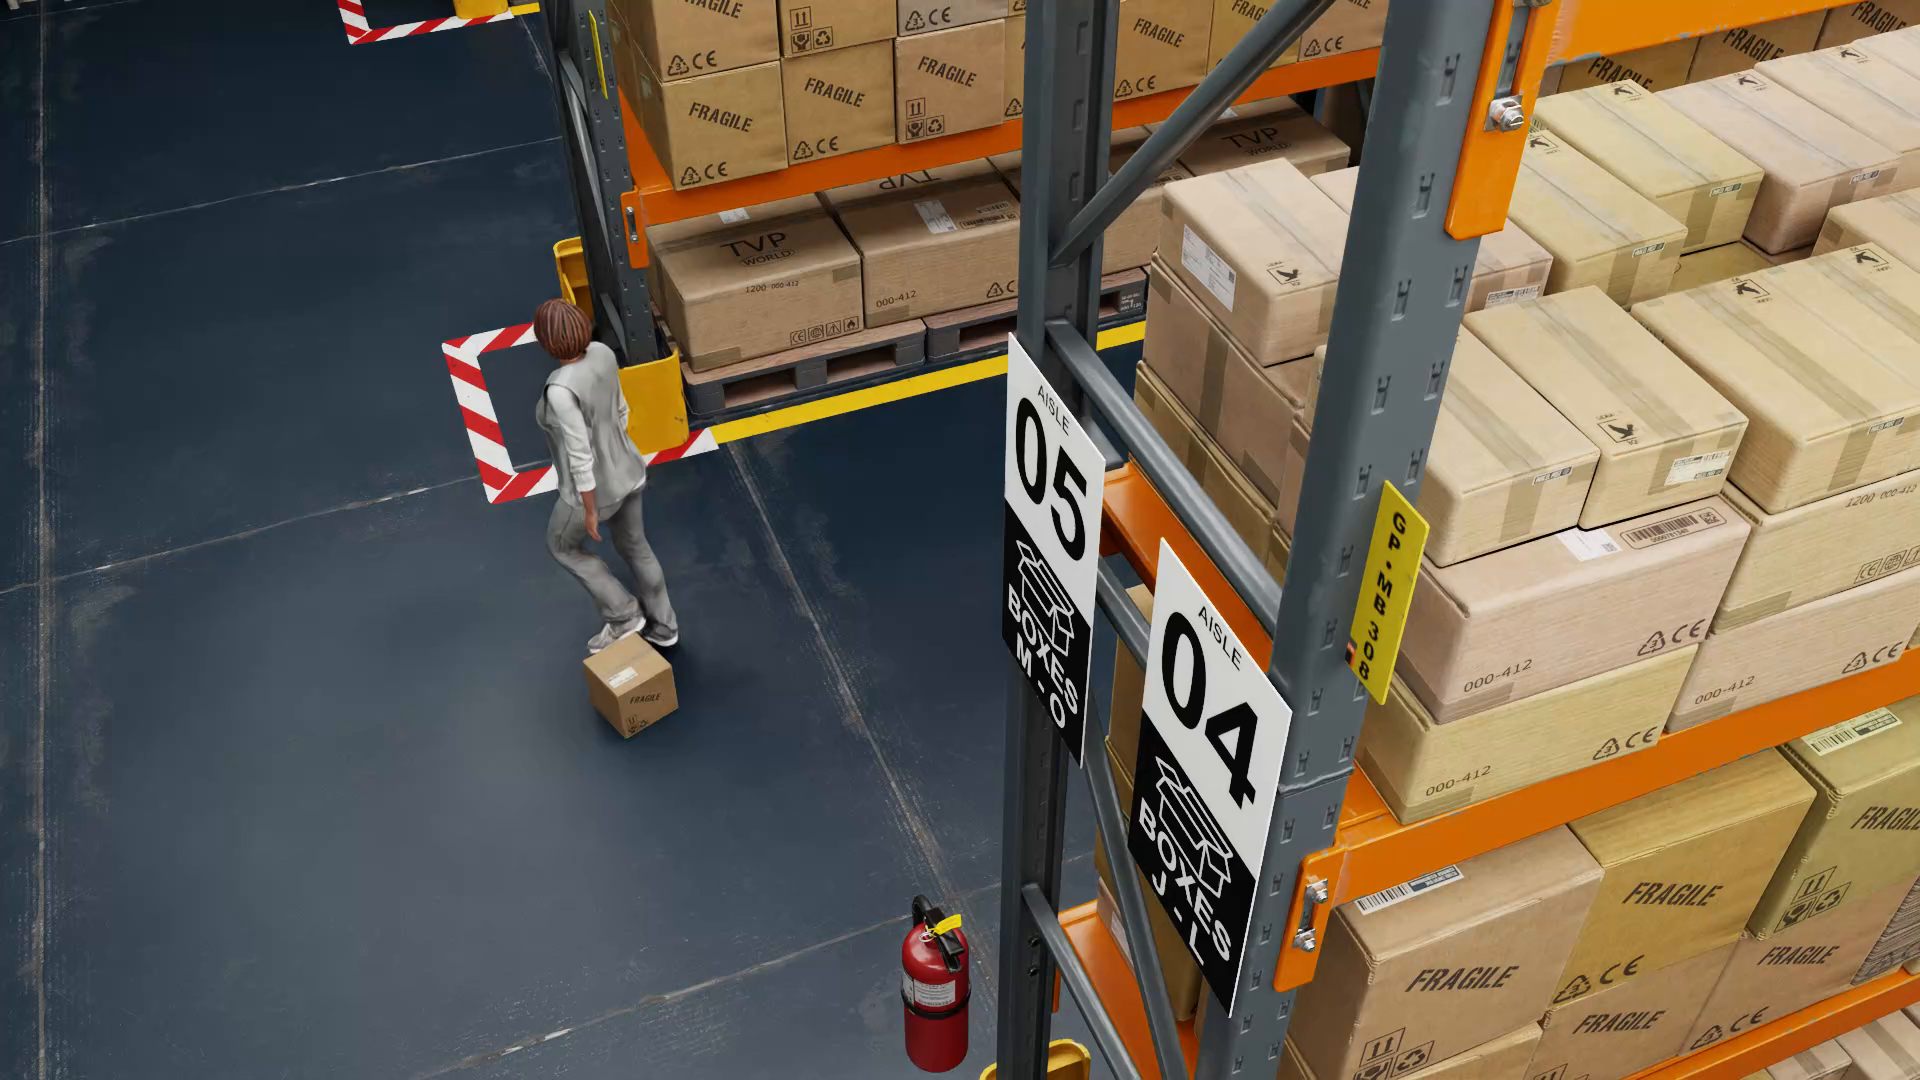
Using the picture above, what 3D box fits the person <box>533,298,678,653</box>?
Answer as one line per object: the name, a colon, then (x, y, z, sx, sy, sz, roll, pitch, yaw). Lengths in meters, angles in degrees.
person: (-1.352, -0.217, 6.381, 0.475, 1.580, 0.442, 18, 45, 19)
